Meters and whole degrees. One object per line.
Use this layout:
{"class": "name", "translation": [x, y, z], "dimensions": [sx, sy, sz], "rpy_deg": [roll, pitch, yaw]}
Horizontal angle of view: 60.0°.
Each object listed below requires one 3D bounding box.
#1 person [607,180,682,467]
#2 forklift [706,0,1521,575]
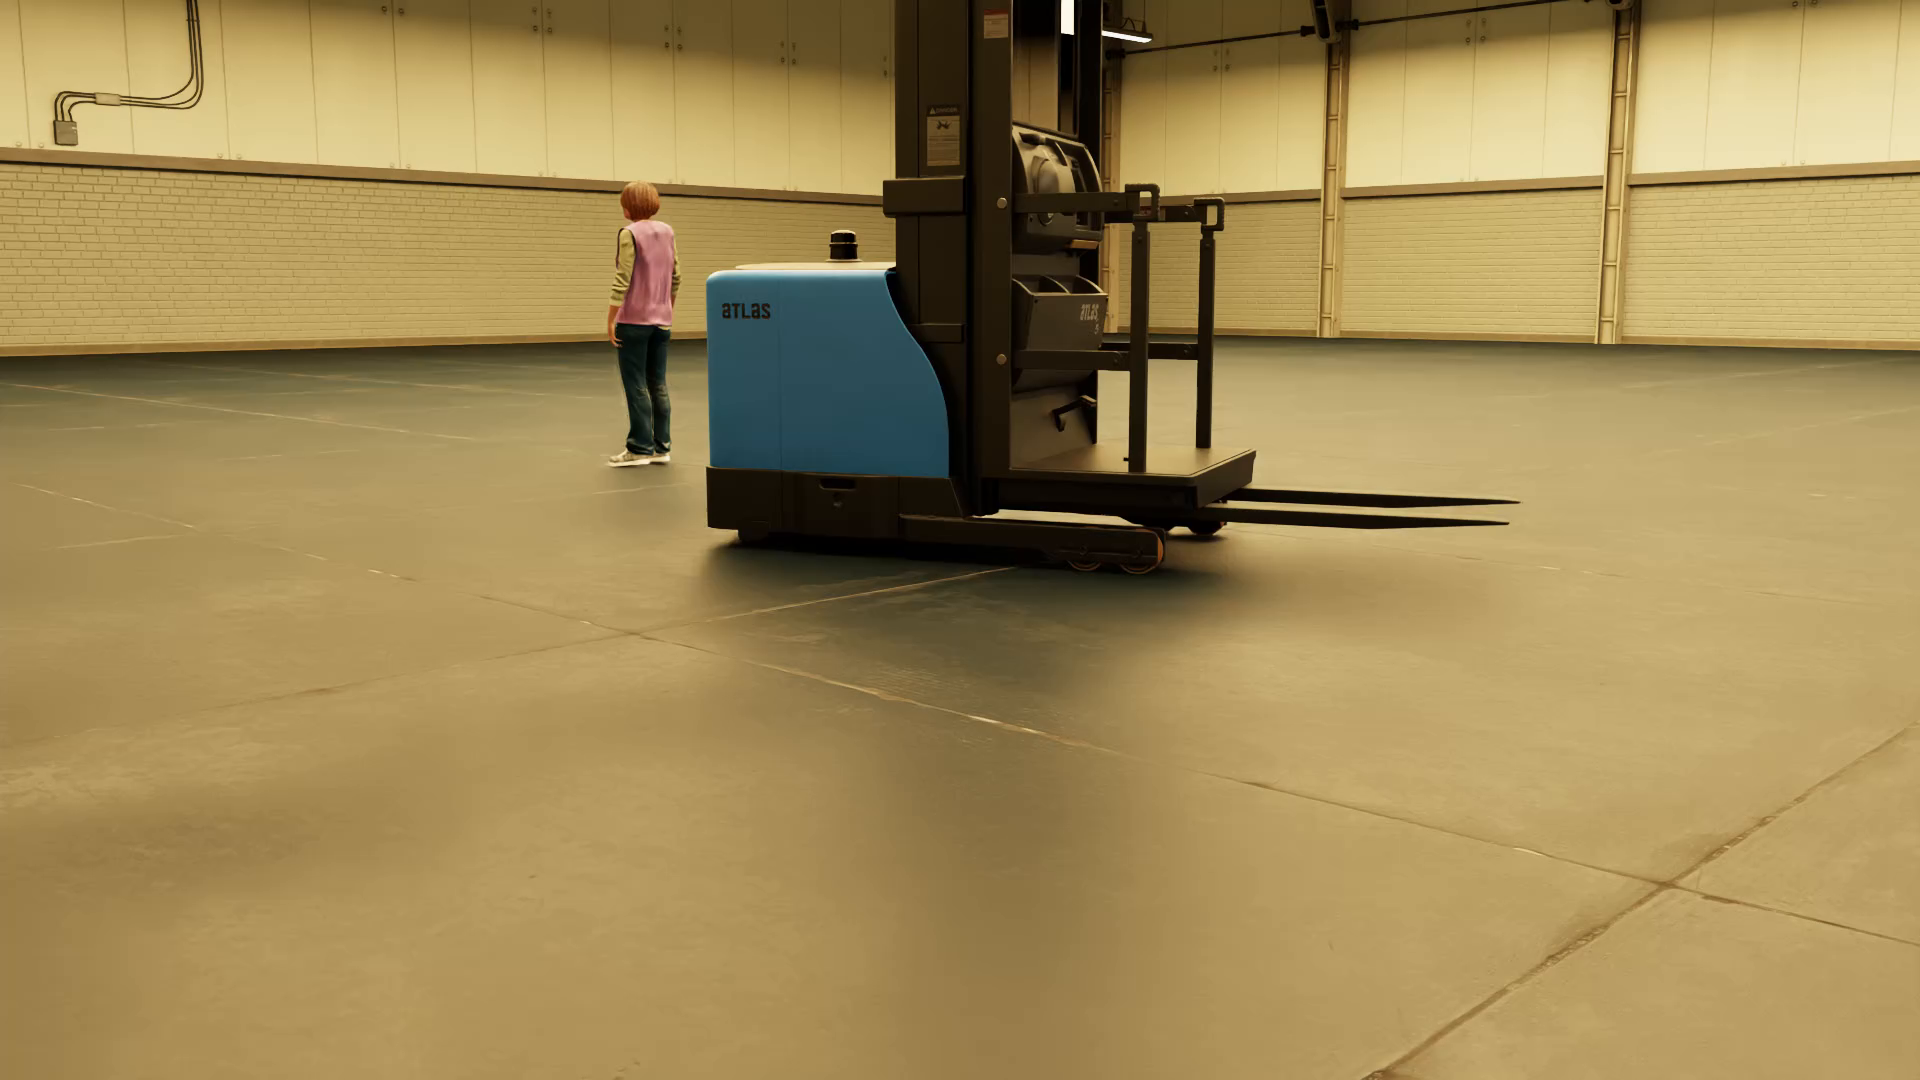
{"class": "person", "translation": [-1.837, -1.214, 9.423], "dimensions": [0.437, 1.610, 0.499], "rpy_deg": [6, 11, 36]}
{"class": "forklift", "translation": [0.565, -1.416, 6.275], "dimensions": [3.031, 2.935, 1.130], "rpy_deg": [3, 9, 22]}
